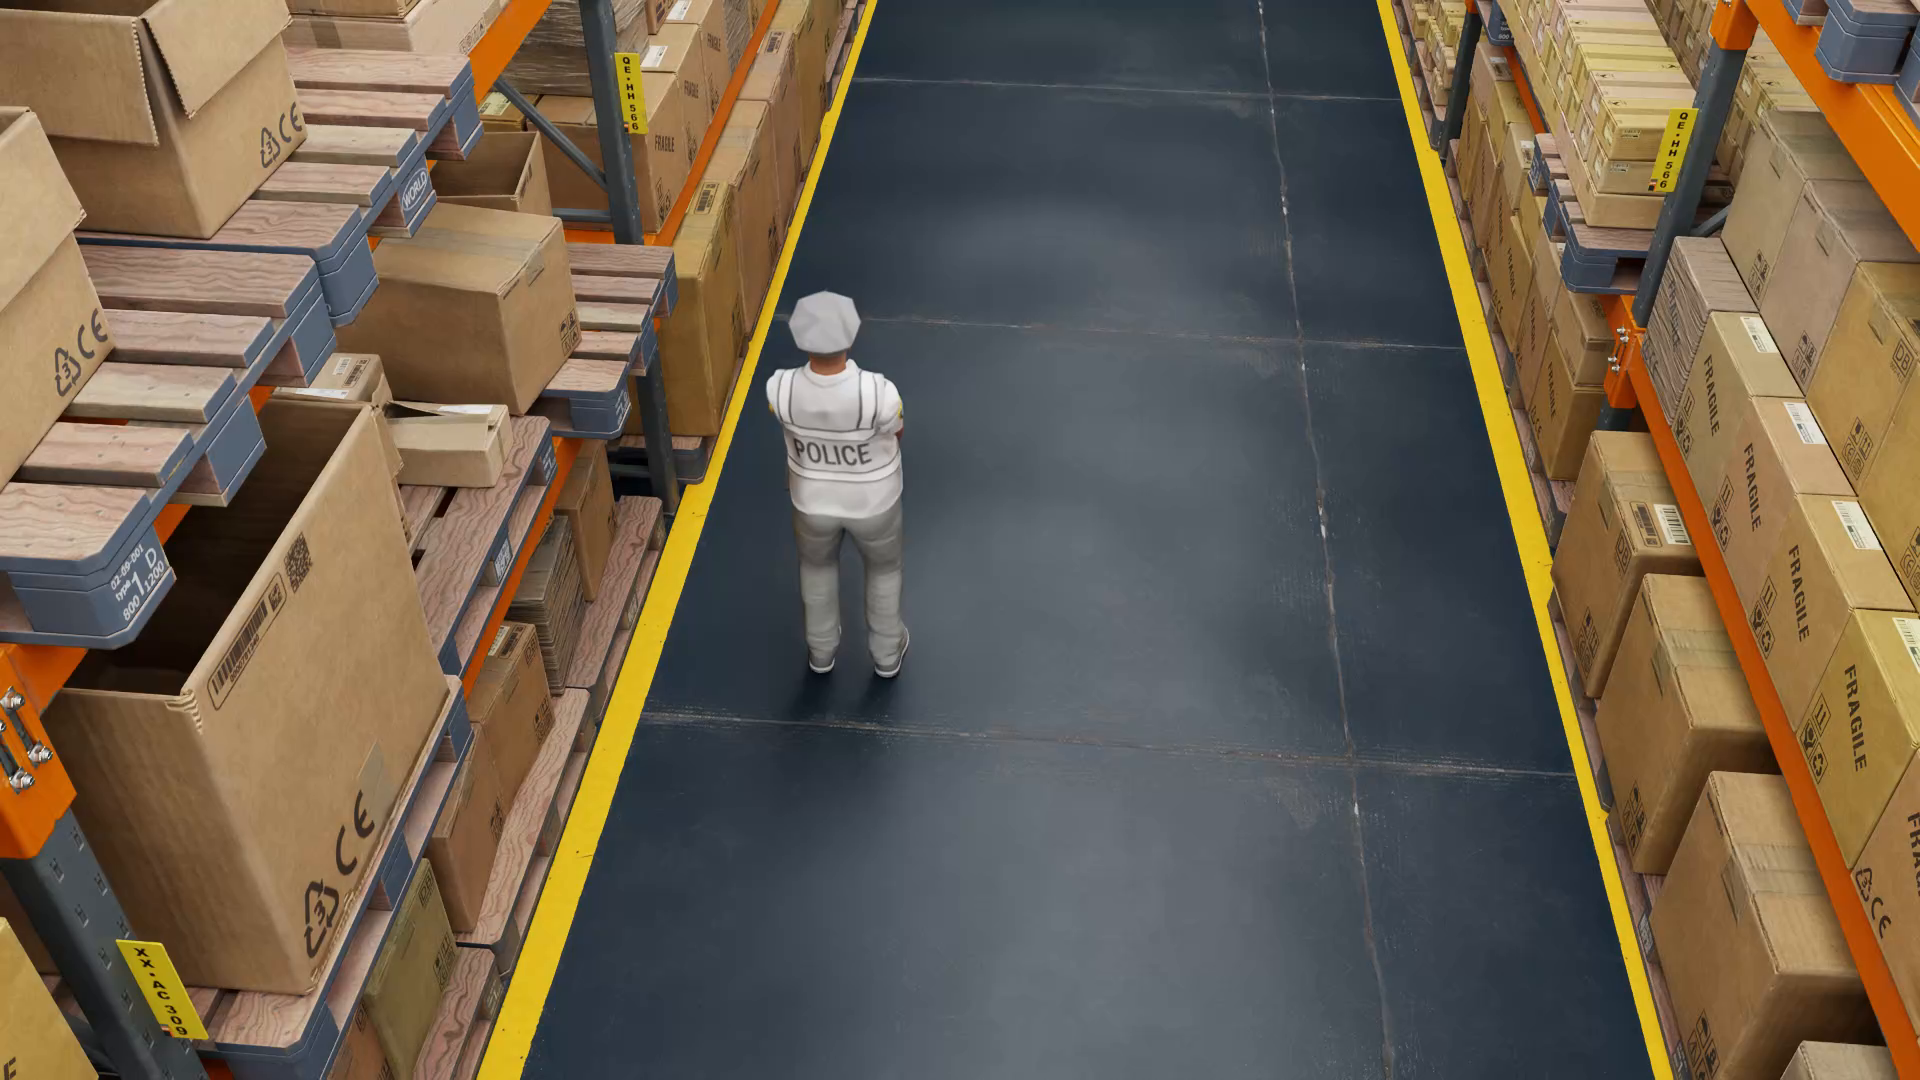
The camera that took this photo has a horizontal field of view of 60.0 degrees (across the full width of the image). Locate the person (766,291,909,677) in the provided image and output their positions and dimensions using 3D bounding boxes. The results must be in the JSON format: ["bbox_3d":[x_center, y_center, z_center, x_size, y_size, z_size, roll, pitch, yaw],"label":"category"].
[{"bbox_3d":[-0.446,-0.237,6.425,0.494,1.762,0.566,4,40,4],"label":"person"}]
